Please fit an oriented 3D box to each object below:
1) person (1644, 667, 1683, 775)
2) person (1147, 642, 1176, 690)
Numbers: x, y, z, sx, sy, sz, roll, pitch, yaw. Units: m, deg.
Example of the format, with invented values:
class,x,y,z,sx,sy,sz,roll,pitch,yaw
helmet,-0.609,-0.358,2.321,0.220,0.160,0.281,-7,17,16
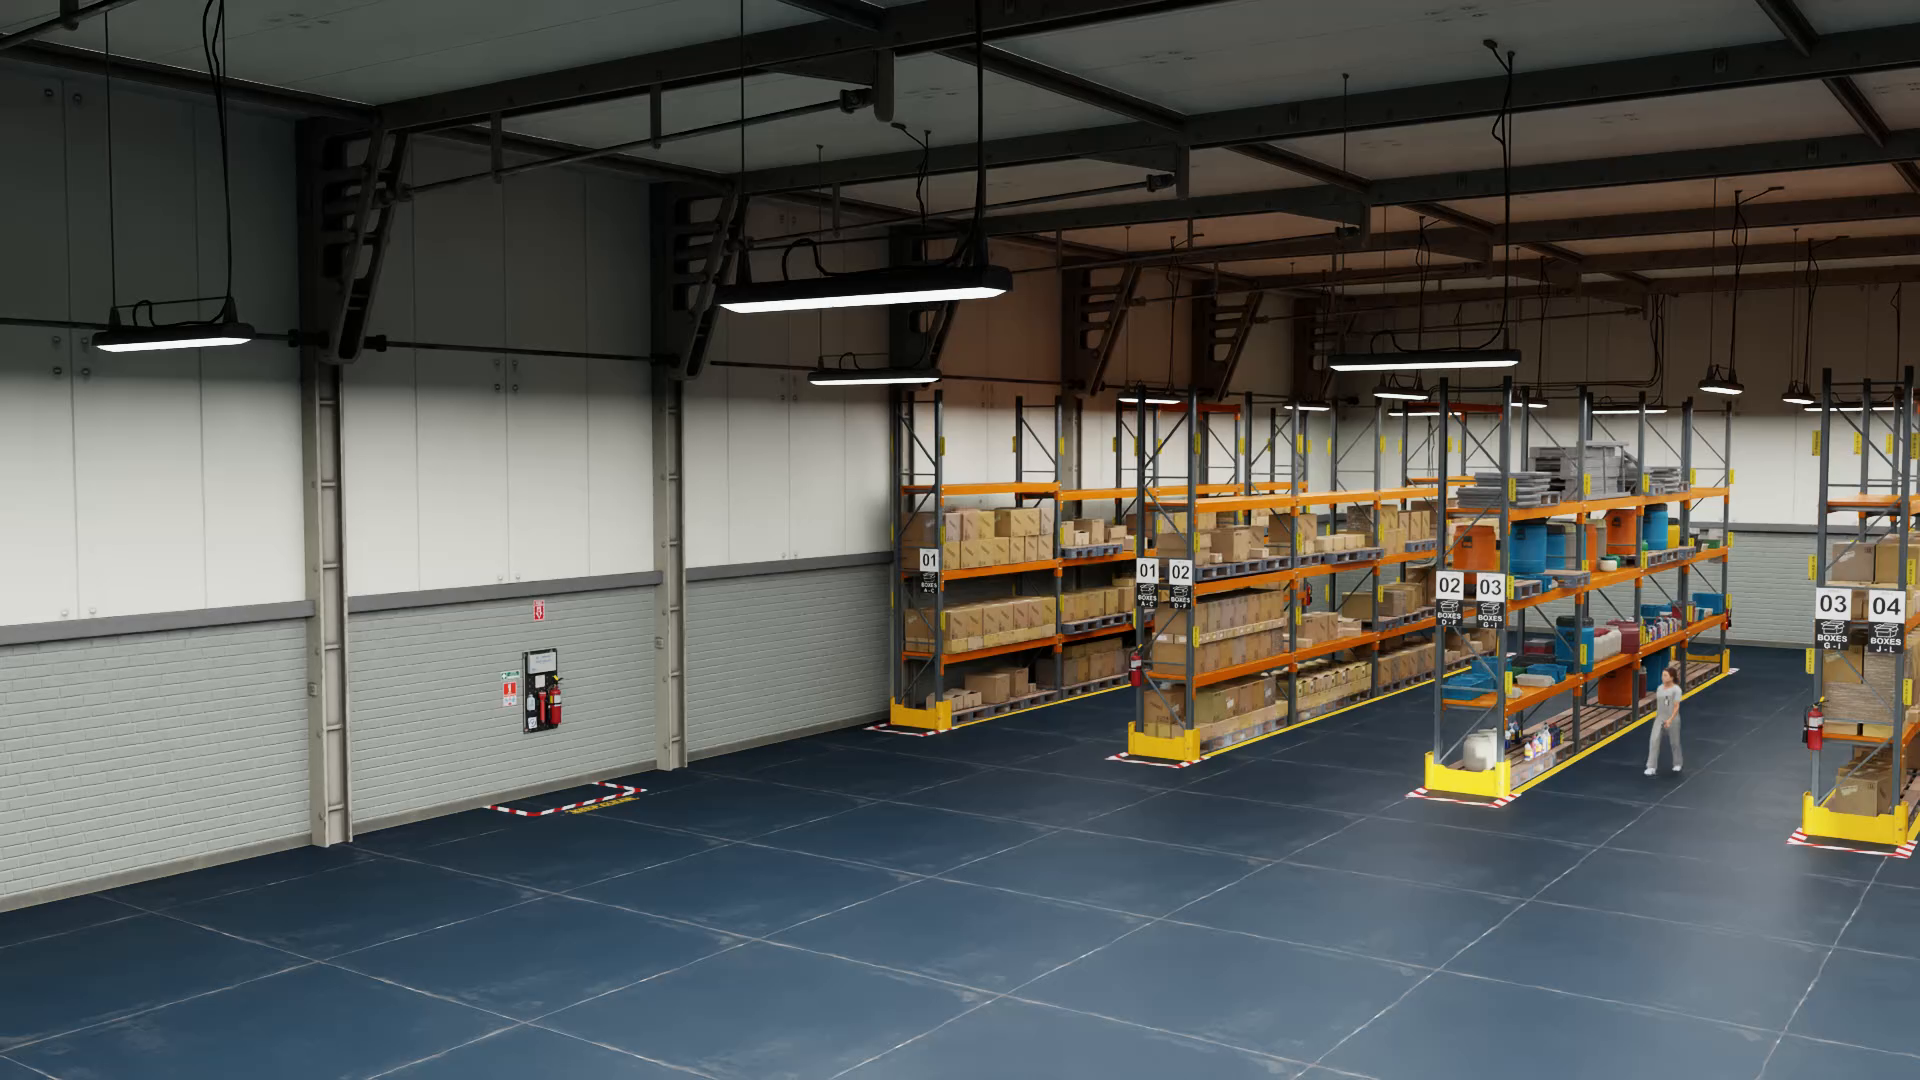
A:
class,x,y,z,sx,sy,sz,roll,pitch,yaw
person,10.739,2.746,25.275,0.986,1.613,0.430,-3,4,-44
person,3.974,2.305,32.139,0.651,1.726,1.101,3,4,44
